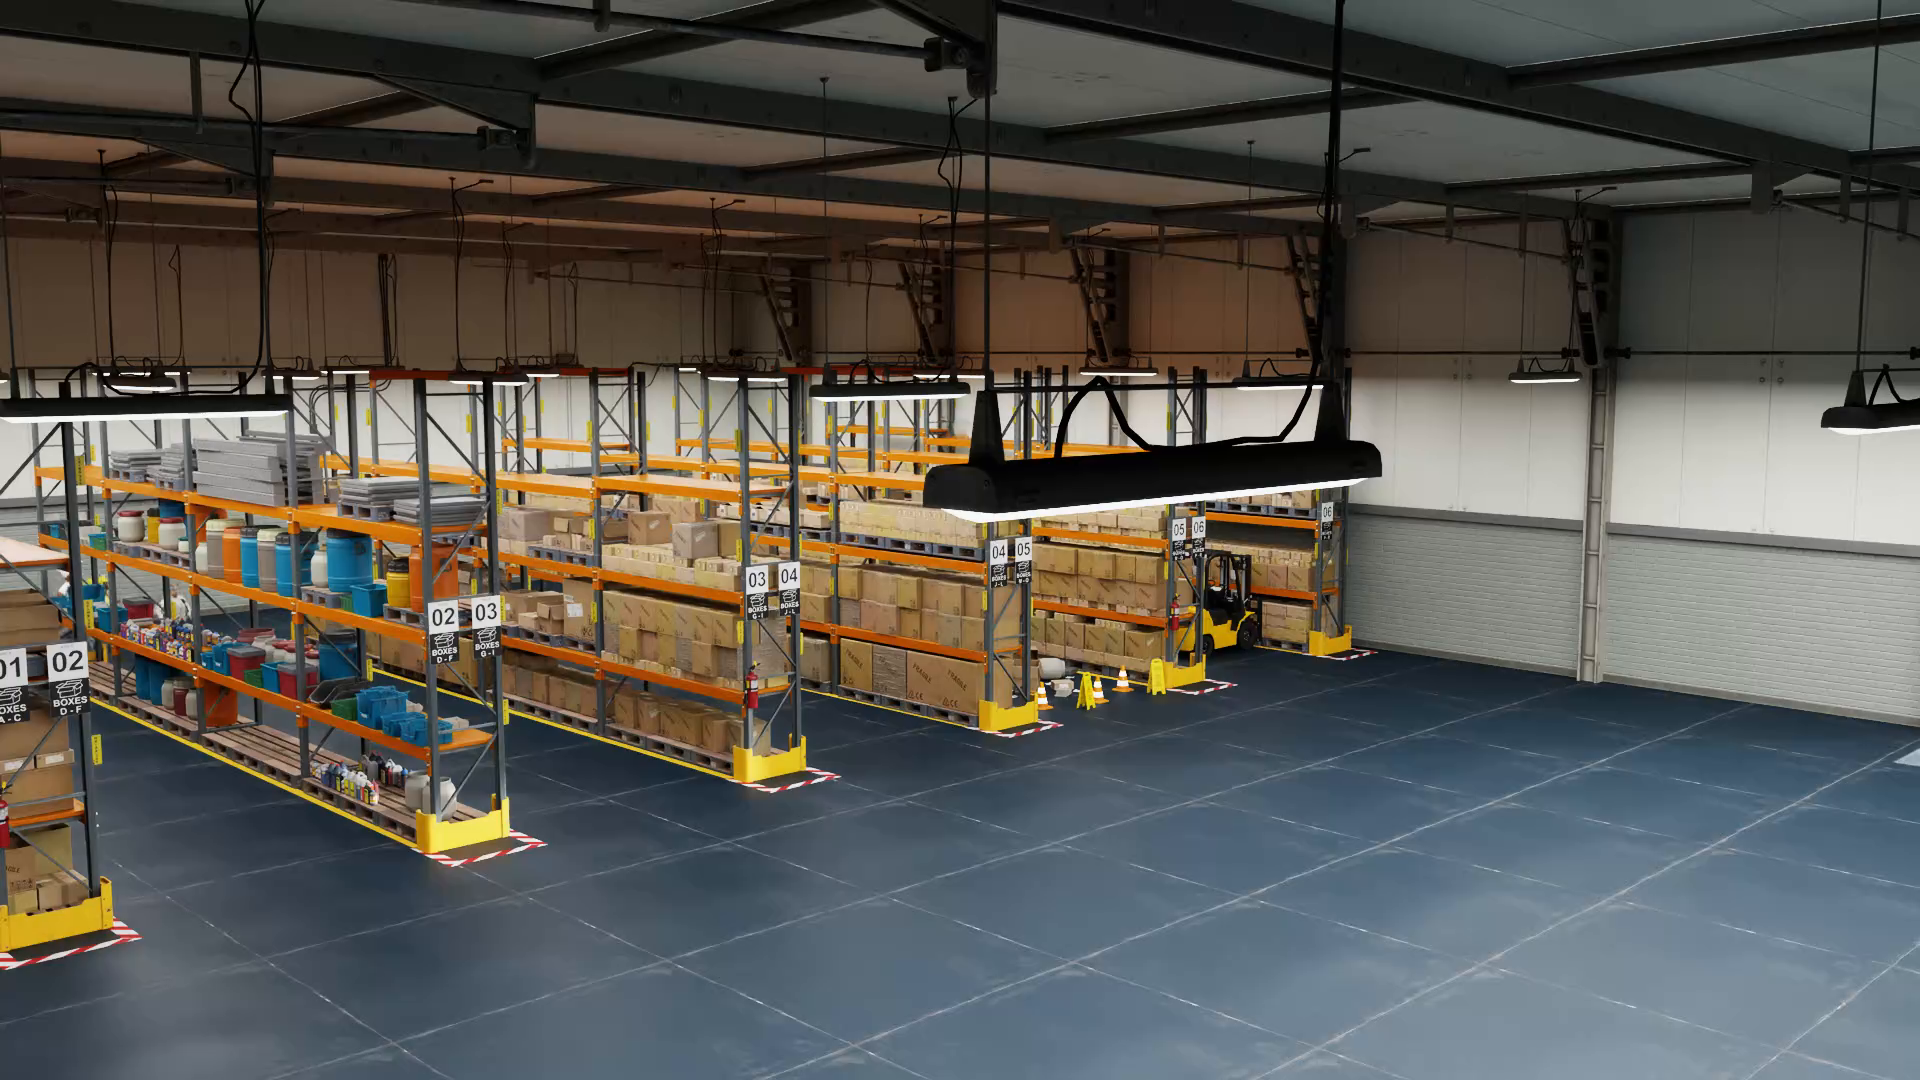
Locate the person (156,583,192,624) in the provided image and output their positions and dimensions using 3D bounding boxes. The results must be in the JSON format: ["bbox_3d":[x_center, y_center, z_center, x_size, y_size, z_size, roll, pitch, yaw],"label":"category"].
[{"bbox_3d":[-15.835,1.709,33.681,0.825,1.711,0.678,3,7,25],"label":"person"}]

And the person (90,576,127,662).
[{"bbox_3d":[-17.455,1.627,33.939,0.733,1.794,0.728,-2,7,-14],"label":"person"}]

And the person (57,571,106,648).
[{"bbox_3d":[-18.766,1.466,35.325,1.050,1.716,0.713,-4,8,-32],"label":"person"}]
